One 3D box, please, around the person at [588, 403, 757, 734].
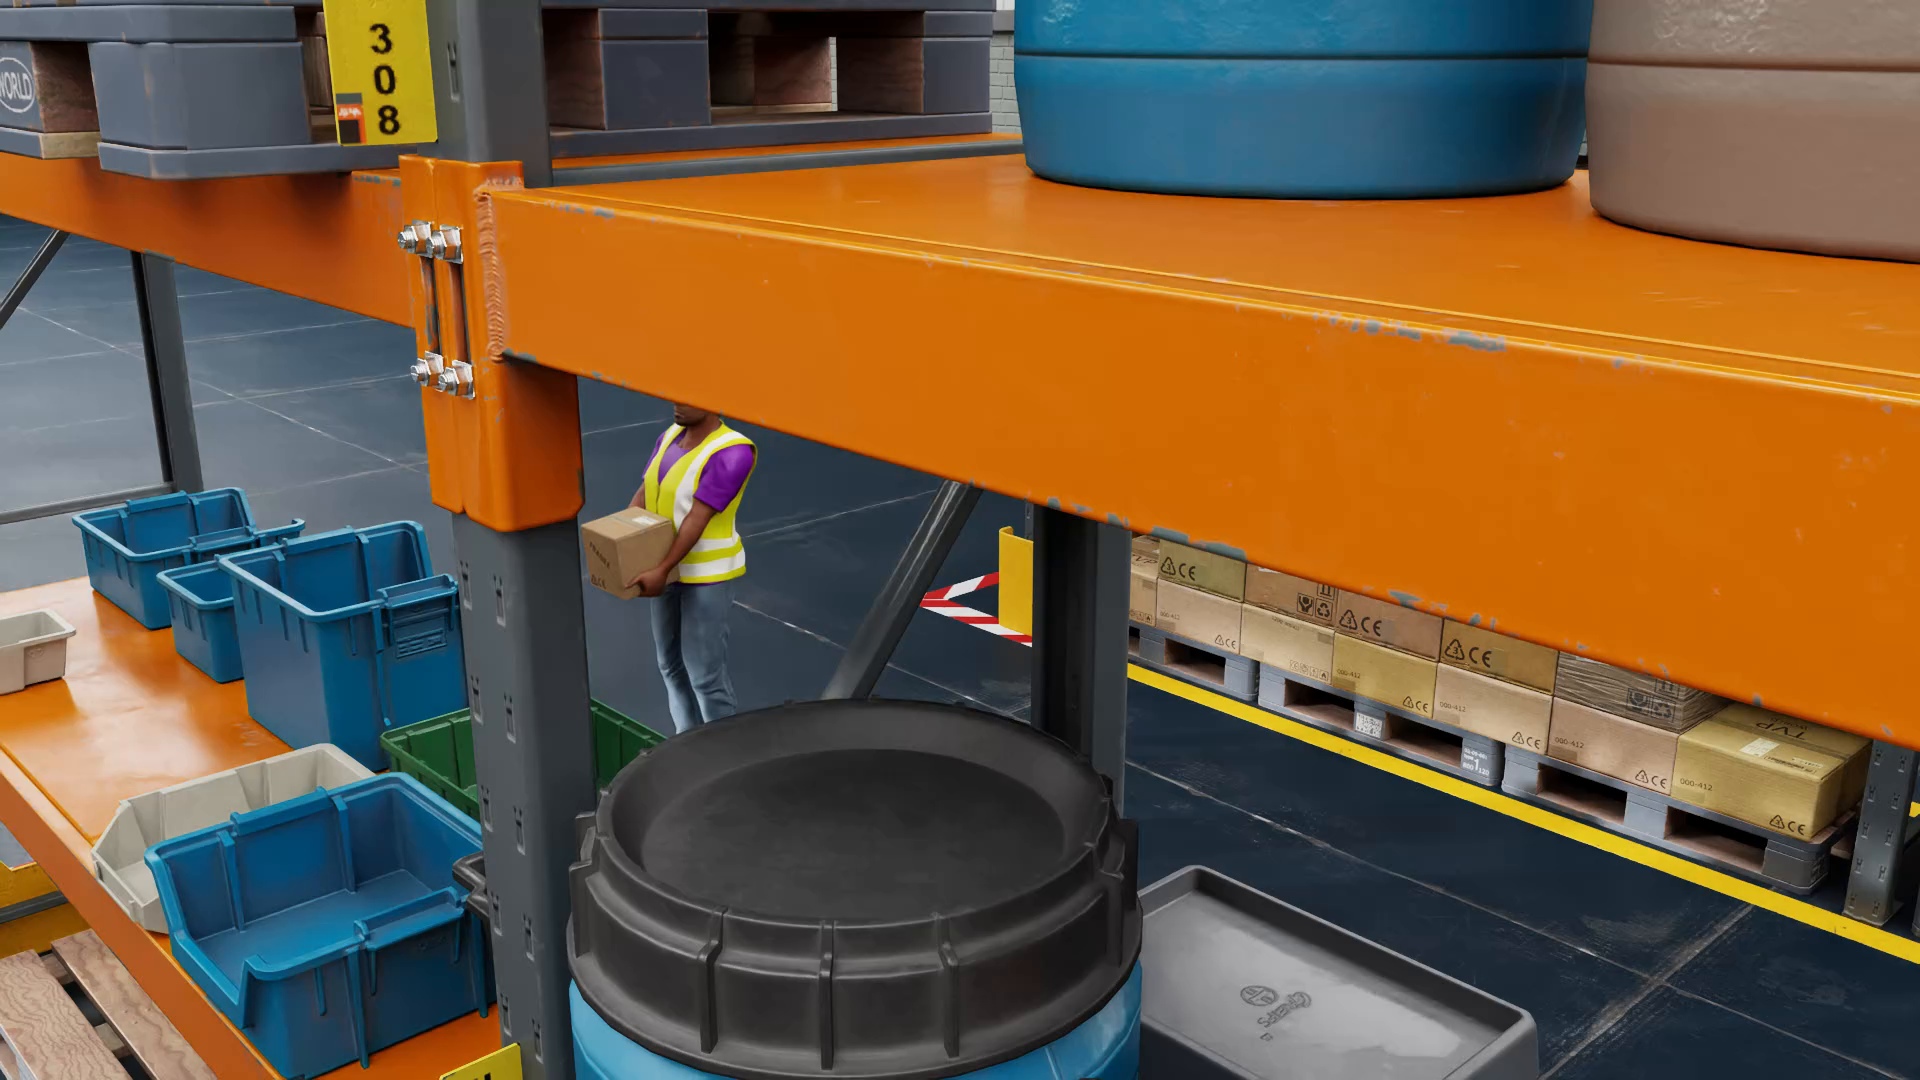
[{"bbox_3d":[-1.112,0.161,6.497,0.587,1.760,0.503,-15,23,-40],"label":"person"}]
